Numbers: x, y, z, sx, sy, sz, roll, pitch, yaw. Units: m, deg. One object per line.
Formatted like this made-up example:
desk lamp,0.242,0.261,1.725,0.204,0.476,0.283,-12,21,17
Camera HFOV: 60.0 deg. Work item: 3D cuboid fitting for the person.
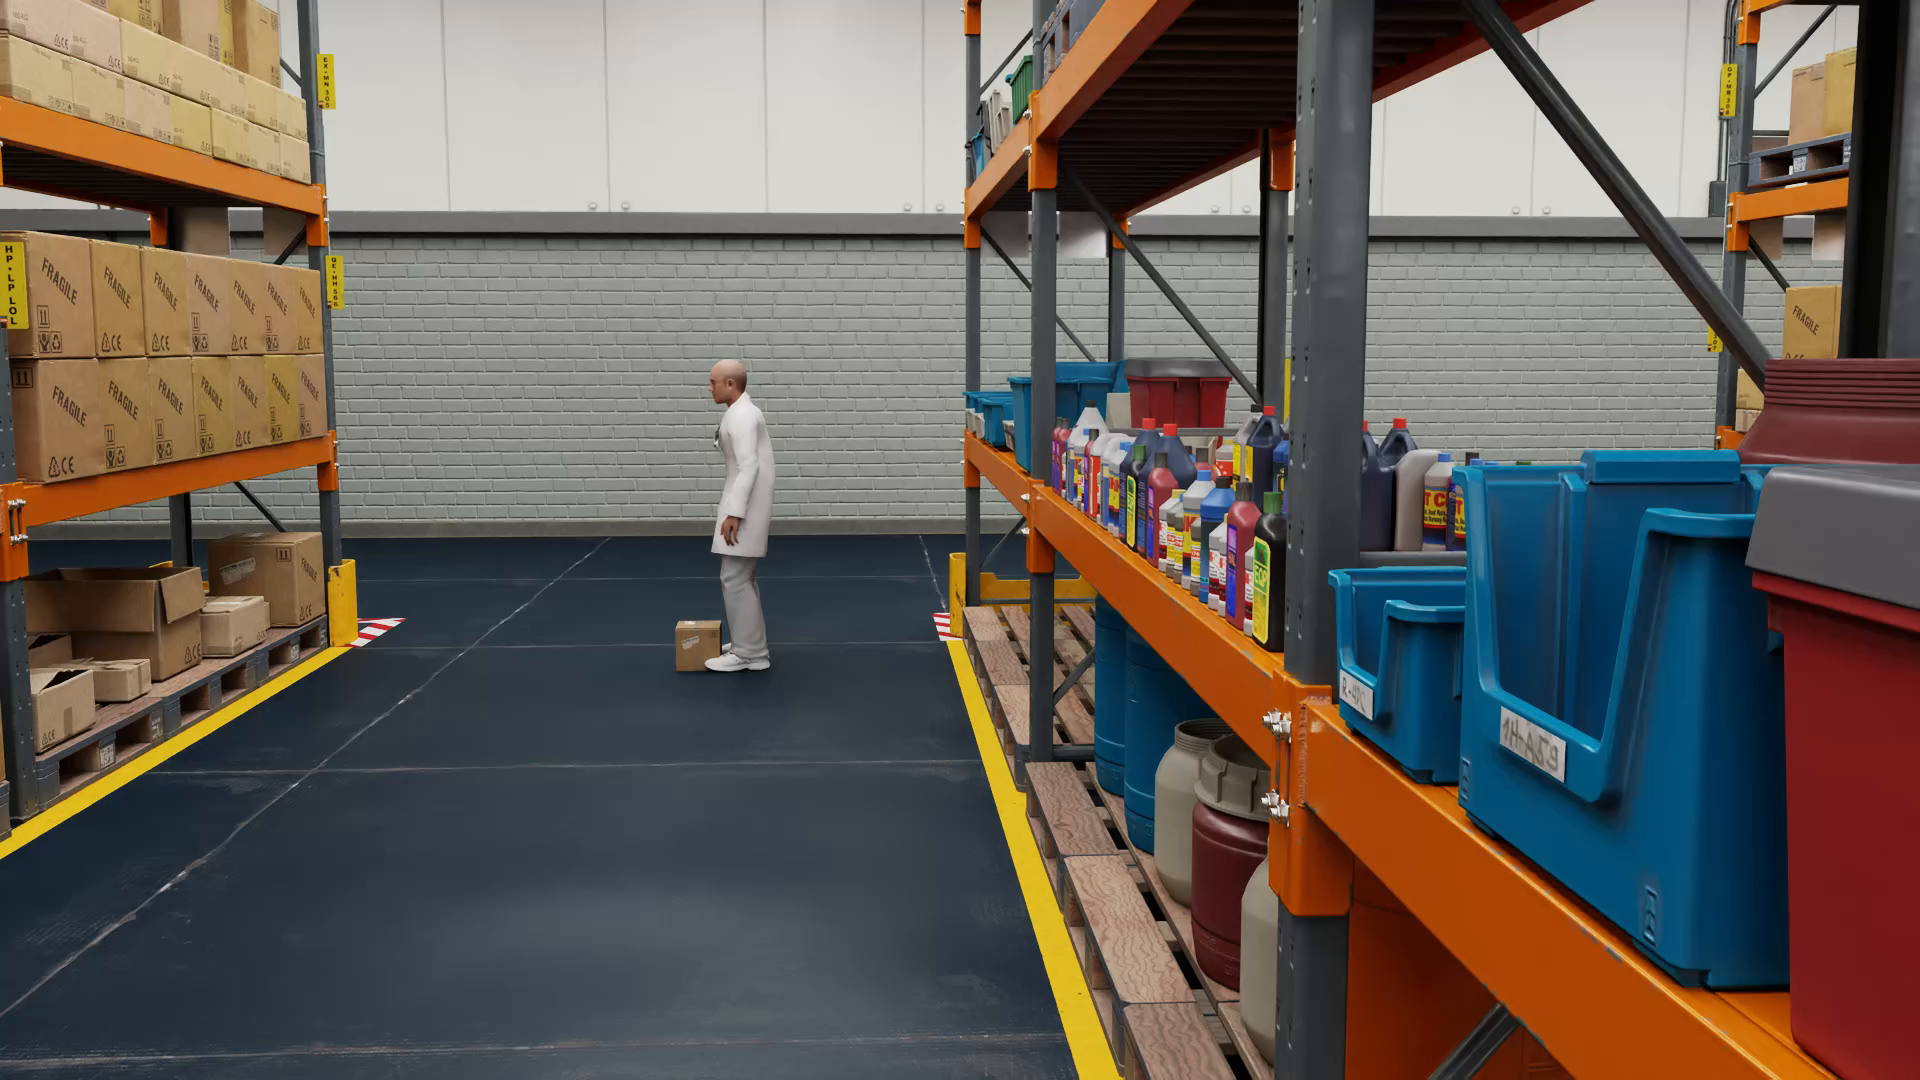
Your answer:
person,-1.265,-0.147,9.551,0.417,1.775,0.656,-1,7,-6
